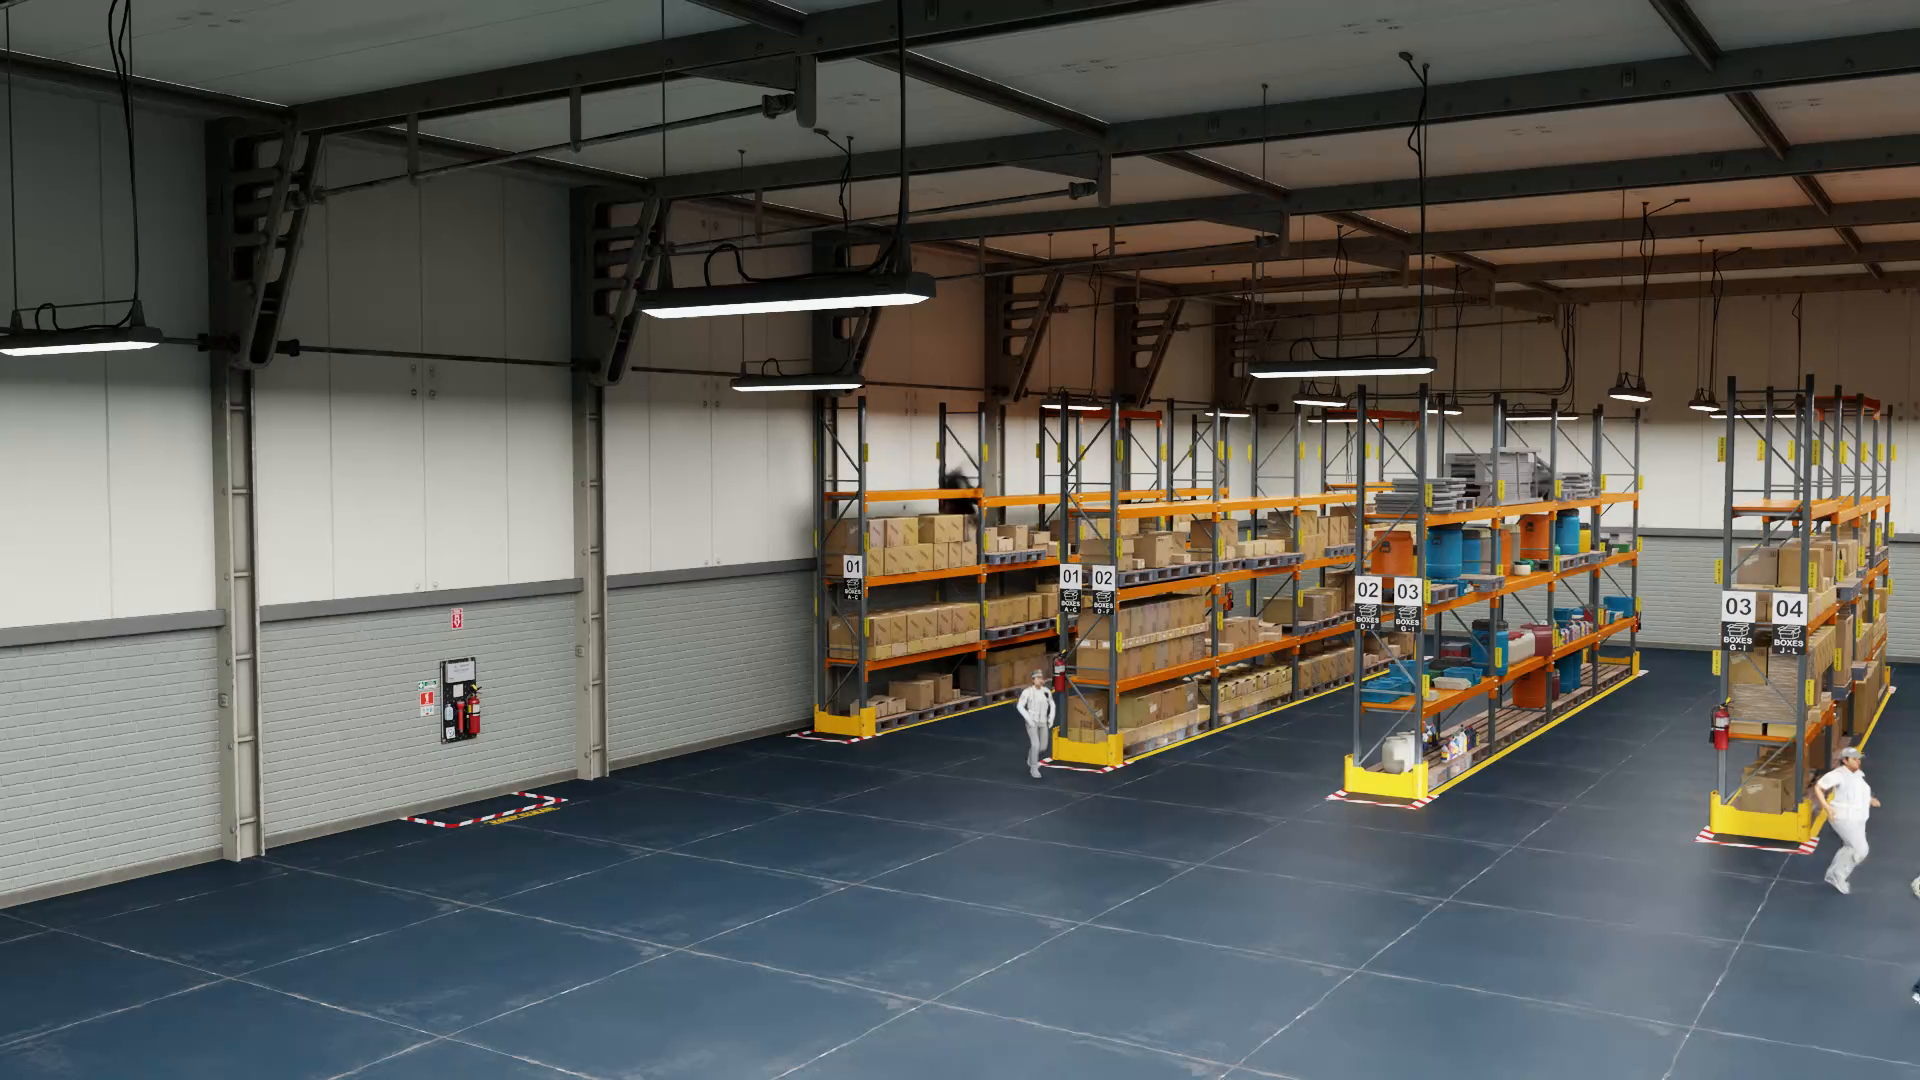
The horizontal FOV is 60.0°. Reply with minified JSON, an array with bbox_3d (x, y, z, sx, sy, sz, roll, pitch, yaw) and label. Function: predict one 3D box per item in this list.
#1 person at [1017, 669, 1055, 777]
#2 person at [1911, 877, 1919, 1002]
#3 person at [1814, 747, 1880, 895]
[{"bbox_3d":[1.194,2.830,25.876,0.656,1.665,0.527,-1,3,-21],"label":"person"},{"bbox_3d":[8.769,3.427,14.684,0.515,1.621,0.663,-2,4,-36],"label":"person"},{"bbox_3d":[10.110,3.185,18.877,0.581,1.663,0.668,-2,3,-28],"label":"person"}]
